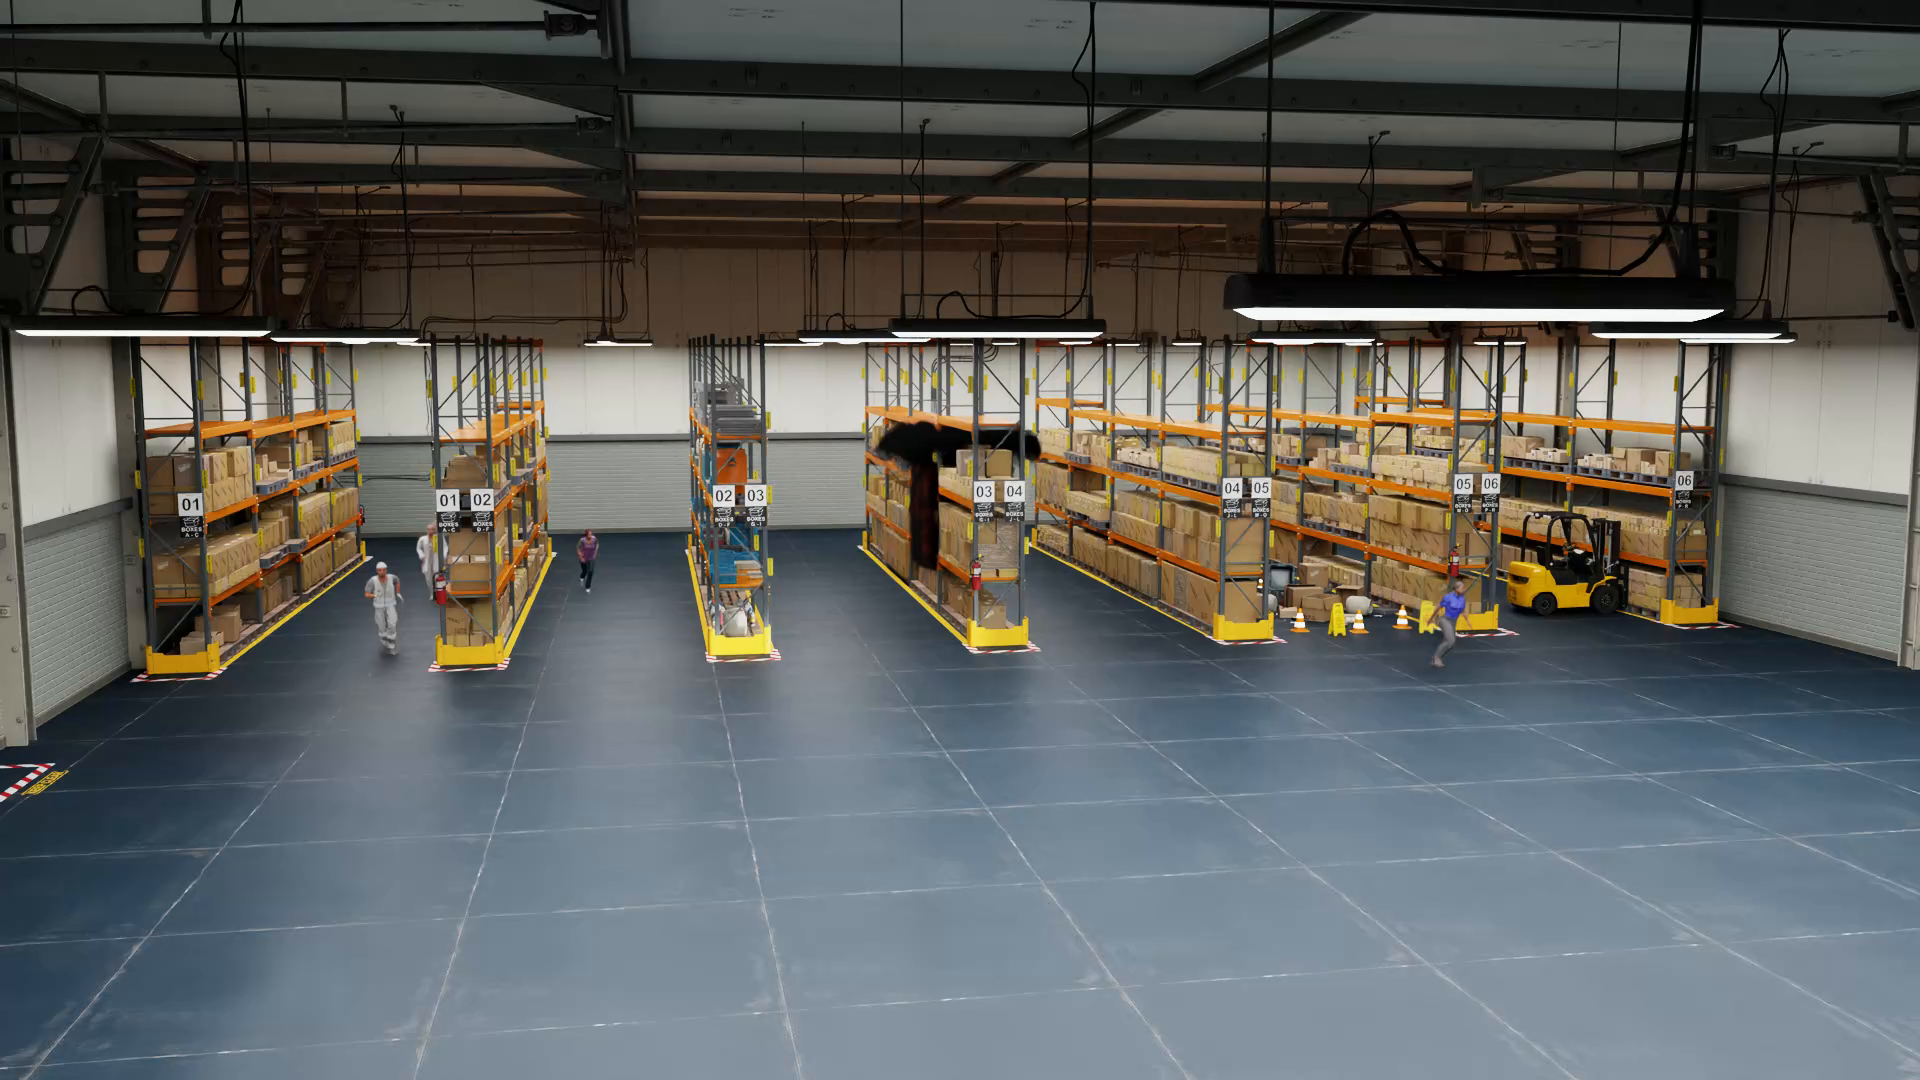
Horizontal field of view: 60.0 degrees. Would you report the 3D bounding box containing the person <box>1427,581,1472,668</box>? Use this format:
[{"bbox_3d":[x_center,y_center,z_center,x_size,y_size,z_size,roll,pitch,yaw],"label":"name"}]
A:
[{"bbox_3d":[8.802,1.519,29.845,0.558,1.584,0.706,-5,8,-35],"label":"person"}]

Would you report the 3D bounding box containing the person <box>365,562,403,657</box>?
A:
[{"bbox_3d":[-10.803,1.271,31.225,0.672,1.768,0.954,-2,7,-17],"label":"person"}]

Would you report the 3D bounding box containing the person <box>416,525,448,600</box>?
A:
[{"bbox_3d":[-12.106,0.507,38.138,0.688,1.724,0.678,-1,7,-7],"label":"person"}]

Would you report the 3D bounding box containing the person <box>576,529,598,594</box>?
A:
[{"bbox_3d":[-8.846,0.481,39.349,0.550,1.550,0.869,-4,8,-30],"label":"person"}]
